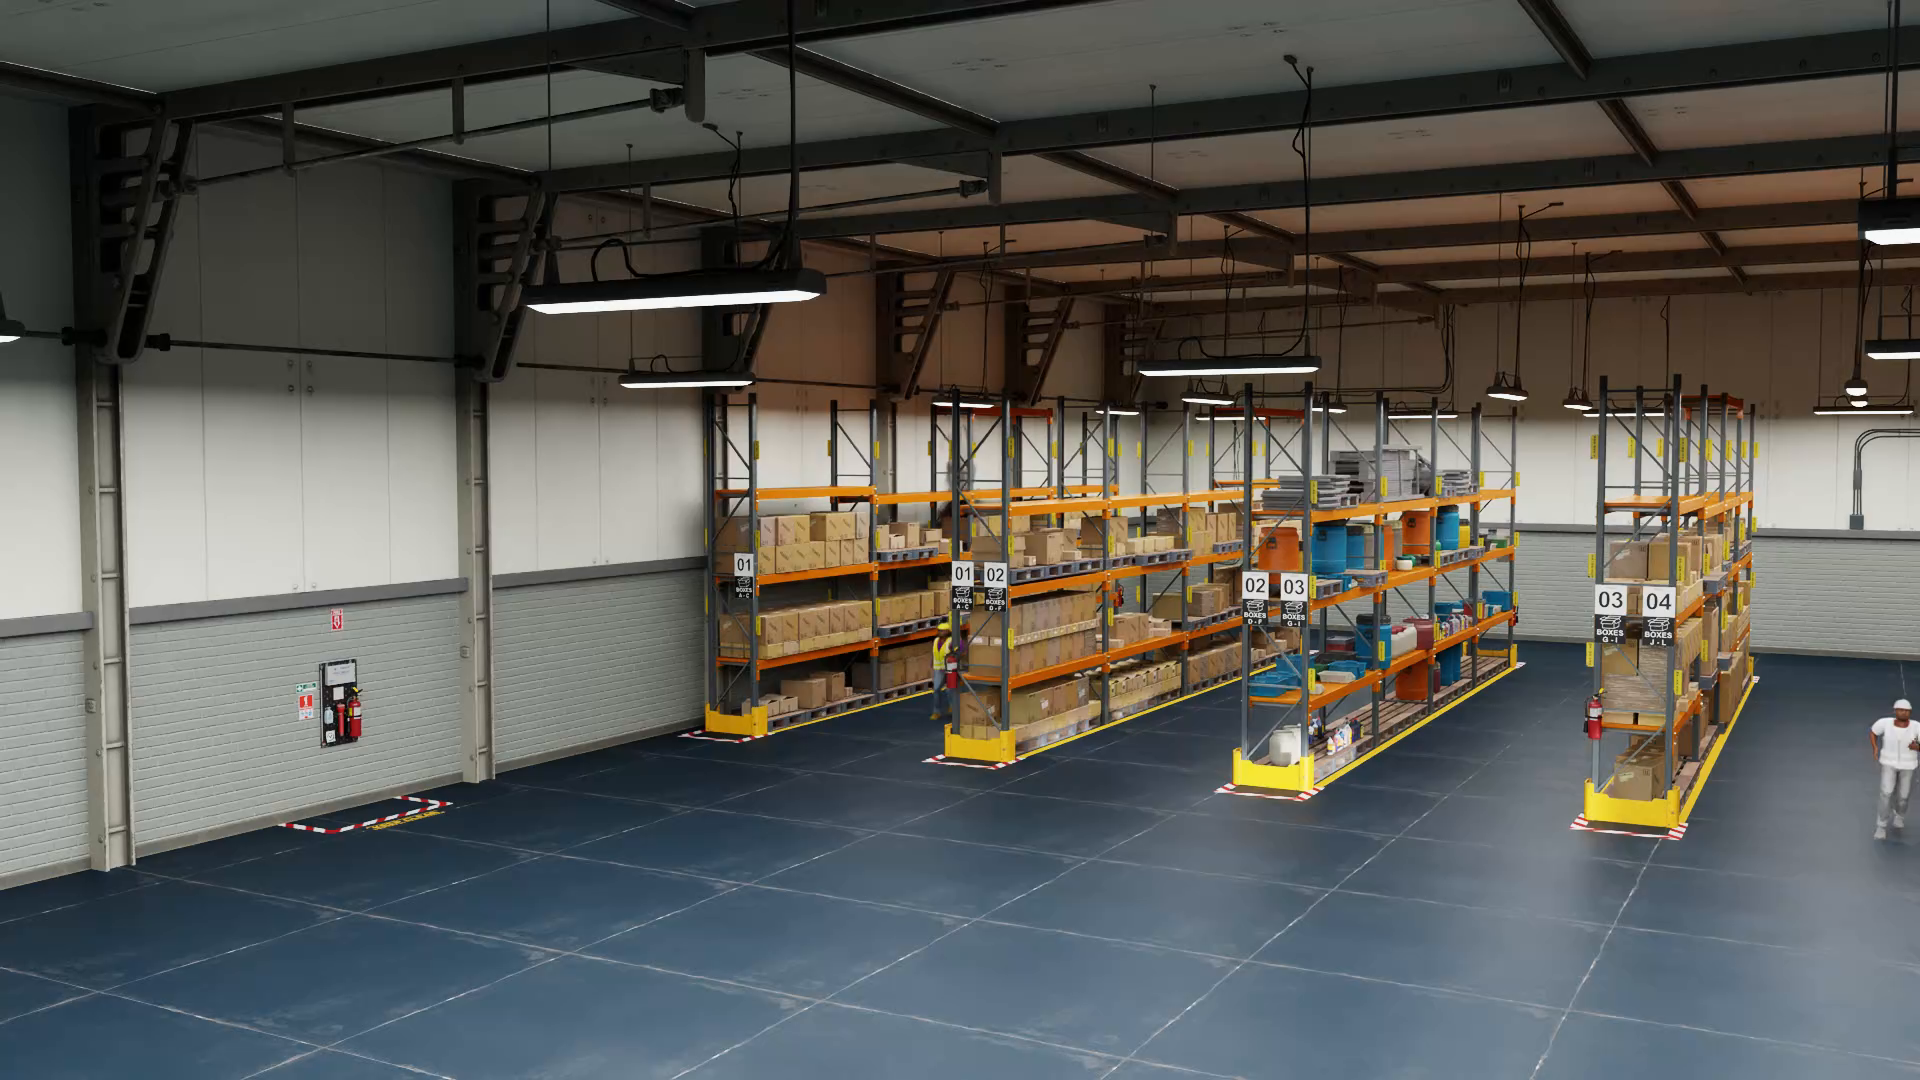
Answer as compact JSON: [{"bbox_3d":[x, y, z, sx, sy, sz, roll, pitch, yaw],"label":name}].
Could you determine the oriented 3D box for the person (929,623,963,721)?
[{"bbox_3d":[-0.272,2.438,30.995,0.686,1.784,0.891,1,3,24],"label":"person"}]

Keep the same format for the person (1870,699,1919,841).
[{"bbox_3d":[12.171,2.943,21.512,0.682,1.786,0.931,1,3,24],"label":"person"}]
